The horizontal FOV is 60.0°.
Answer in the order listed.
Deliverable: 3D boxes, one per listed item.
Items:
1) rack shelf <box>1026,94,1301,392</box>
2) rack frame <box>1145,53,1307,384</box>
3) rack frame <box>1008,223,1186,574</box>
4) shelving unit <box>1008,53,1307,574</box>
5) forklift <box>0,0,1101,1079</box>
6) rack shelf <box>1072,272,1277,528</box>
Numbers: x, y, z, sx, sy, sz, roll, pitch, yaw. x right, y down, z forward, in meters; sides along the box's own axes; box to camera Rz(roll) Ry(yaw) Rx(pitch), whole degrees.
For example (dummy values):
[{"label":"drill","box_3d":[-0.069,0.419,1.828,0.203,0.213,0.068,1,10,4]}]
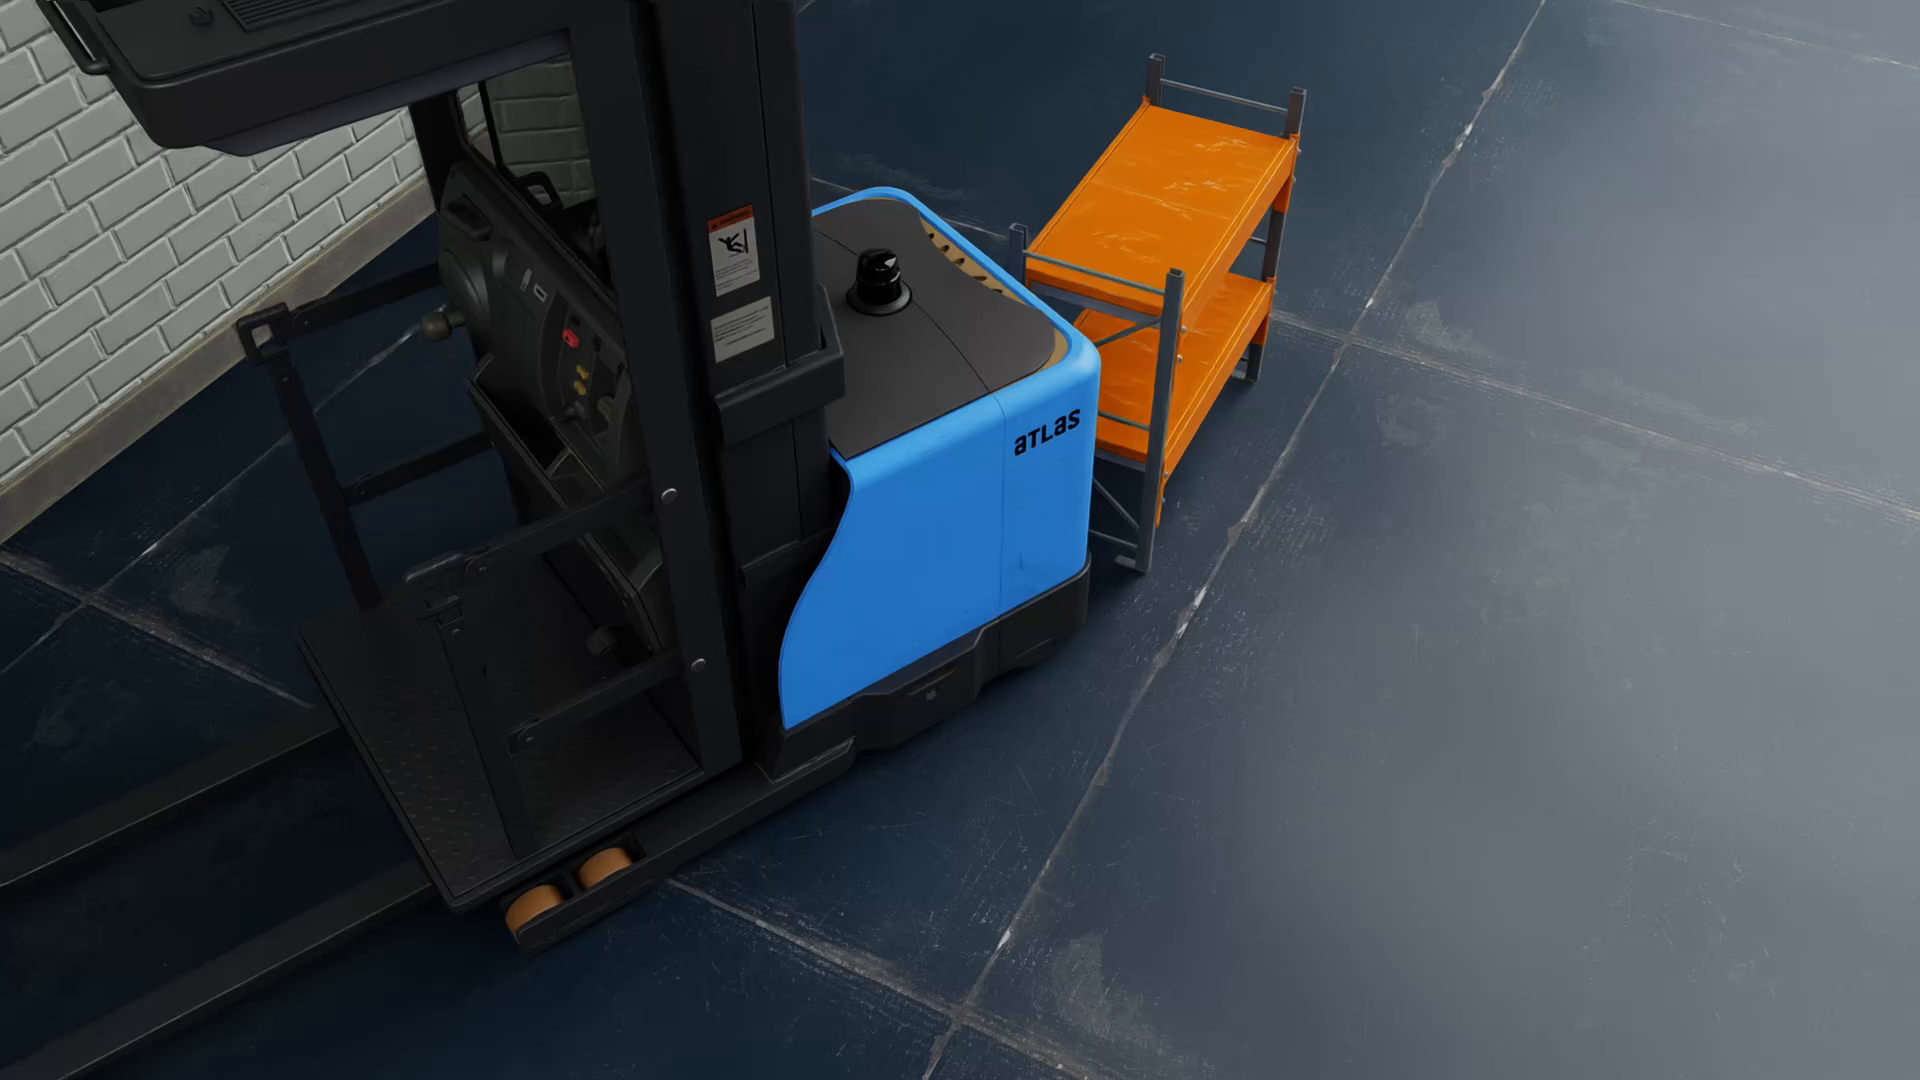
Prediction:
[{"label":"rack shelf","box_3d":[0.588,-0.909,4.946,0.538,0.278,1.000,19,48,18]},{"label":"rack frame","box_3d":[0.814,-1.028,5.475,0.500,1.125,0.032,19,48,18]},{"label":"rack frame","box_3d":[0.363,-0.380,4.834,0.500,1.125,0.032,19,48,18]},{"label":"shelving unit","box_3d":[0.588,-0.704,5.155,0.538,1.125,1.048,19,48,18]},{"label":"forklift","box_3d":[-1.119,-0.425,3.609,3.031,2.935,1.130,-27,51,-24]},{"label":"rack shelf","box_3d":[0.588,-0.532,5.329,0.538,0.278,1.000,19,48,18]}]
